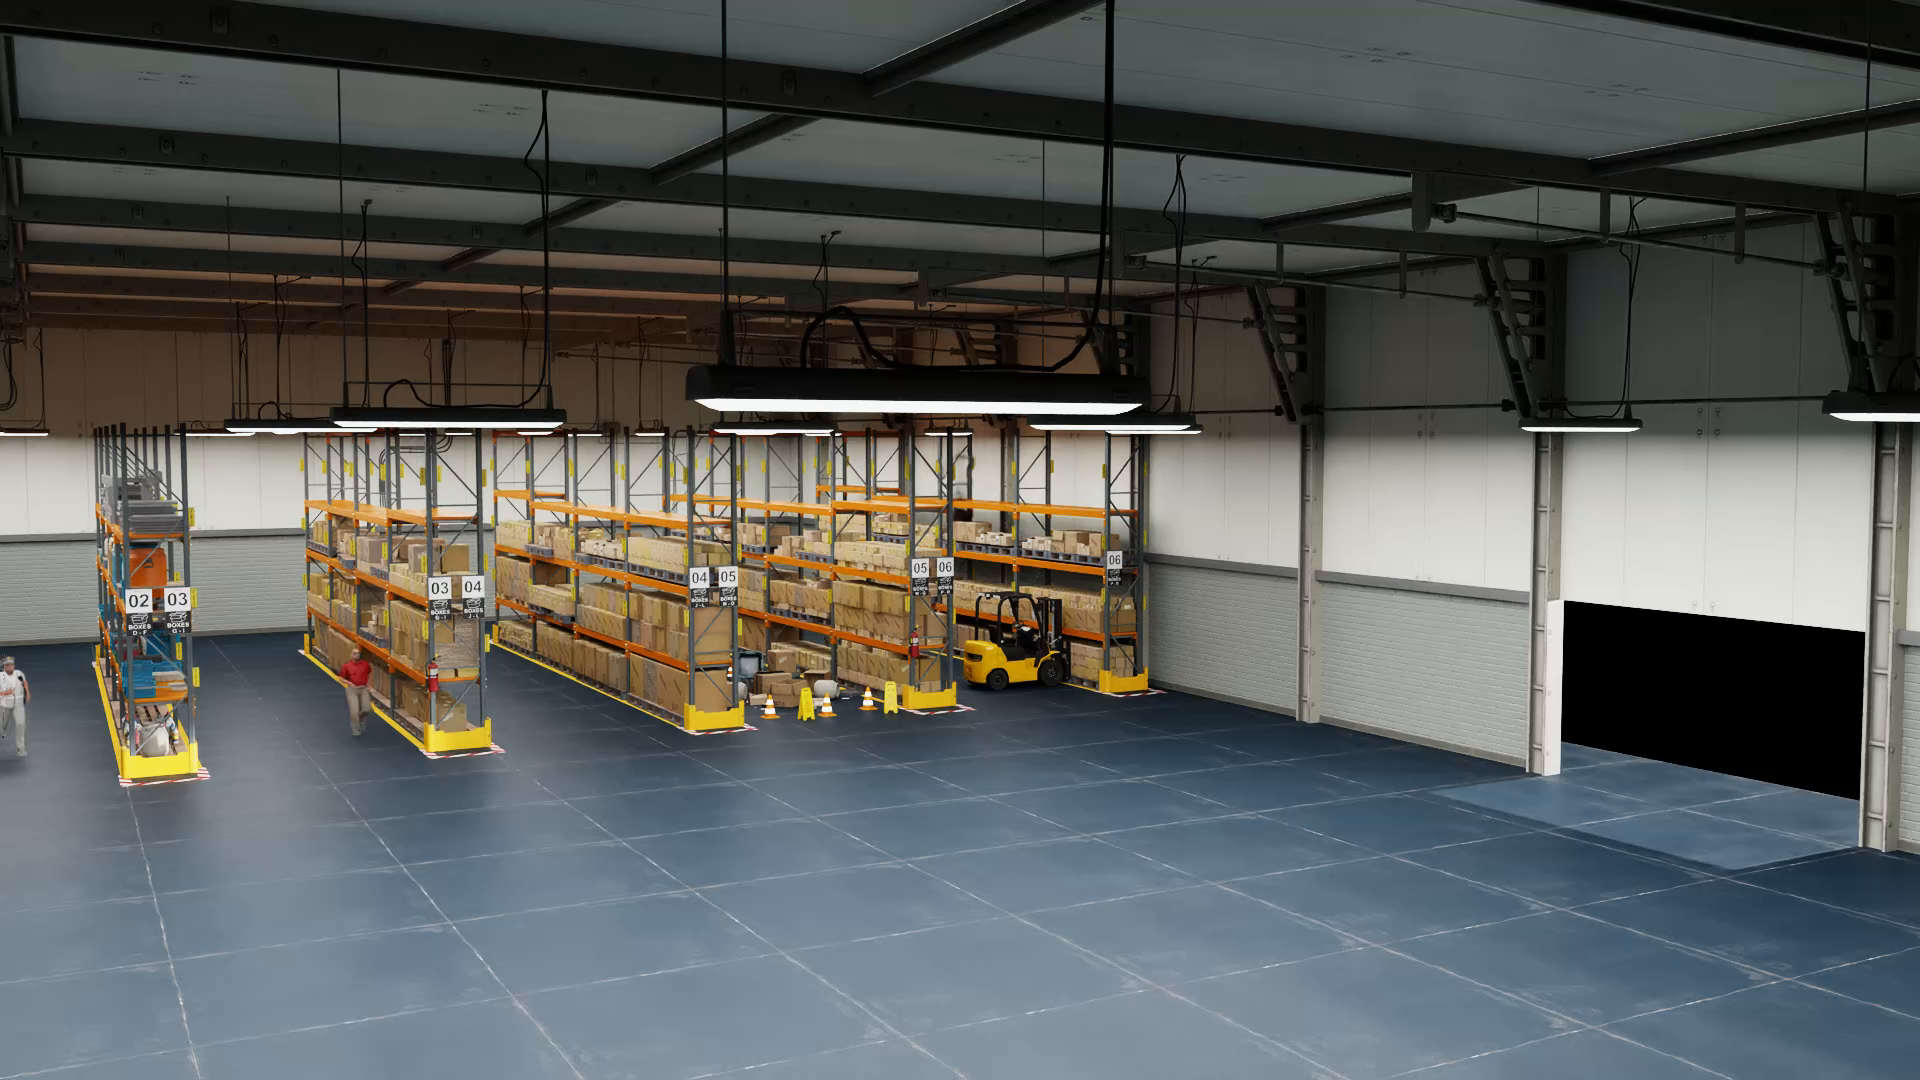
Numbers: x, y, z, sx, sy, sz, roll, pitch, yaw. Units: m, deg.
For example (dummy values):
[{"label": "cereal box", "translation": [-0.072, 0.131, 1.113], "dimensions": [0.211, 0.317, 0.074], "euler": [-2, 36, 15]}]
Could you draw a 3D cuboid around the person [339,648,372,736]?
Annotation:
[{"label": "person", "translation": [-11.614, 2.932, 32.083], "dimensions": [0.654, 1.678, 0.609], "euler": [-2, 4, -34]}]

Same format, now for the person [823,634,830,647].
[{"label": "person", "translation": [-3.669, 2.234, 45.437], "dimensions": [0.637, 1.522, 0.868], "euler": [-2, 4, -27]}]

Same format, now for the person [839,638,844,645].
[{"label": "person", "translation": [-2.949, 2.324, 43.448], "dimensions": [0.580, 1.562, 0.910], "euler": [-2, 4, -35]}]

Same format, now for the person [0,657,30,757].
[{"label": "person", "translation": [-17.252, 3.009, 30.185], "dimensions": [0.968, 1.823, 0.670], "euler": [3, 5, 43]}]
